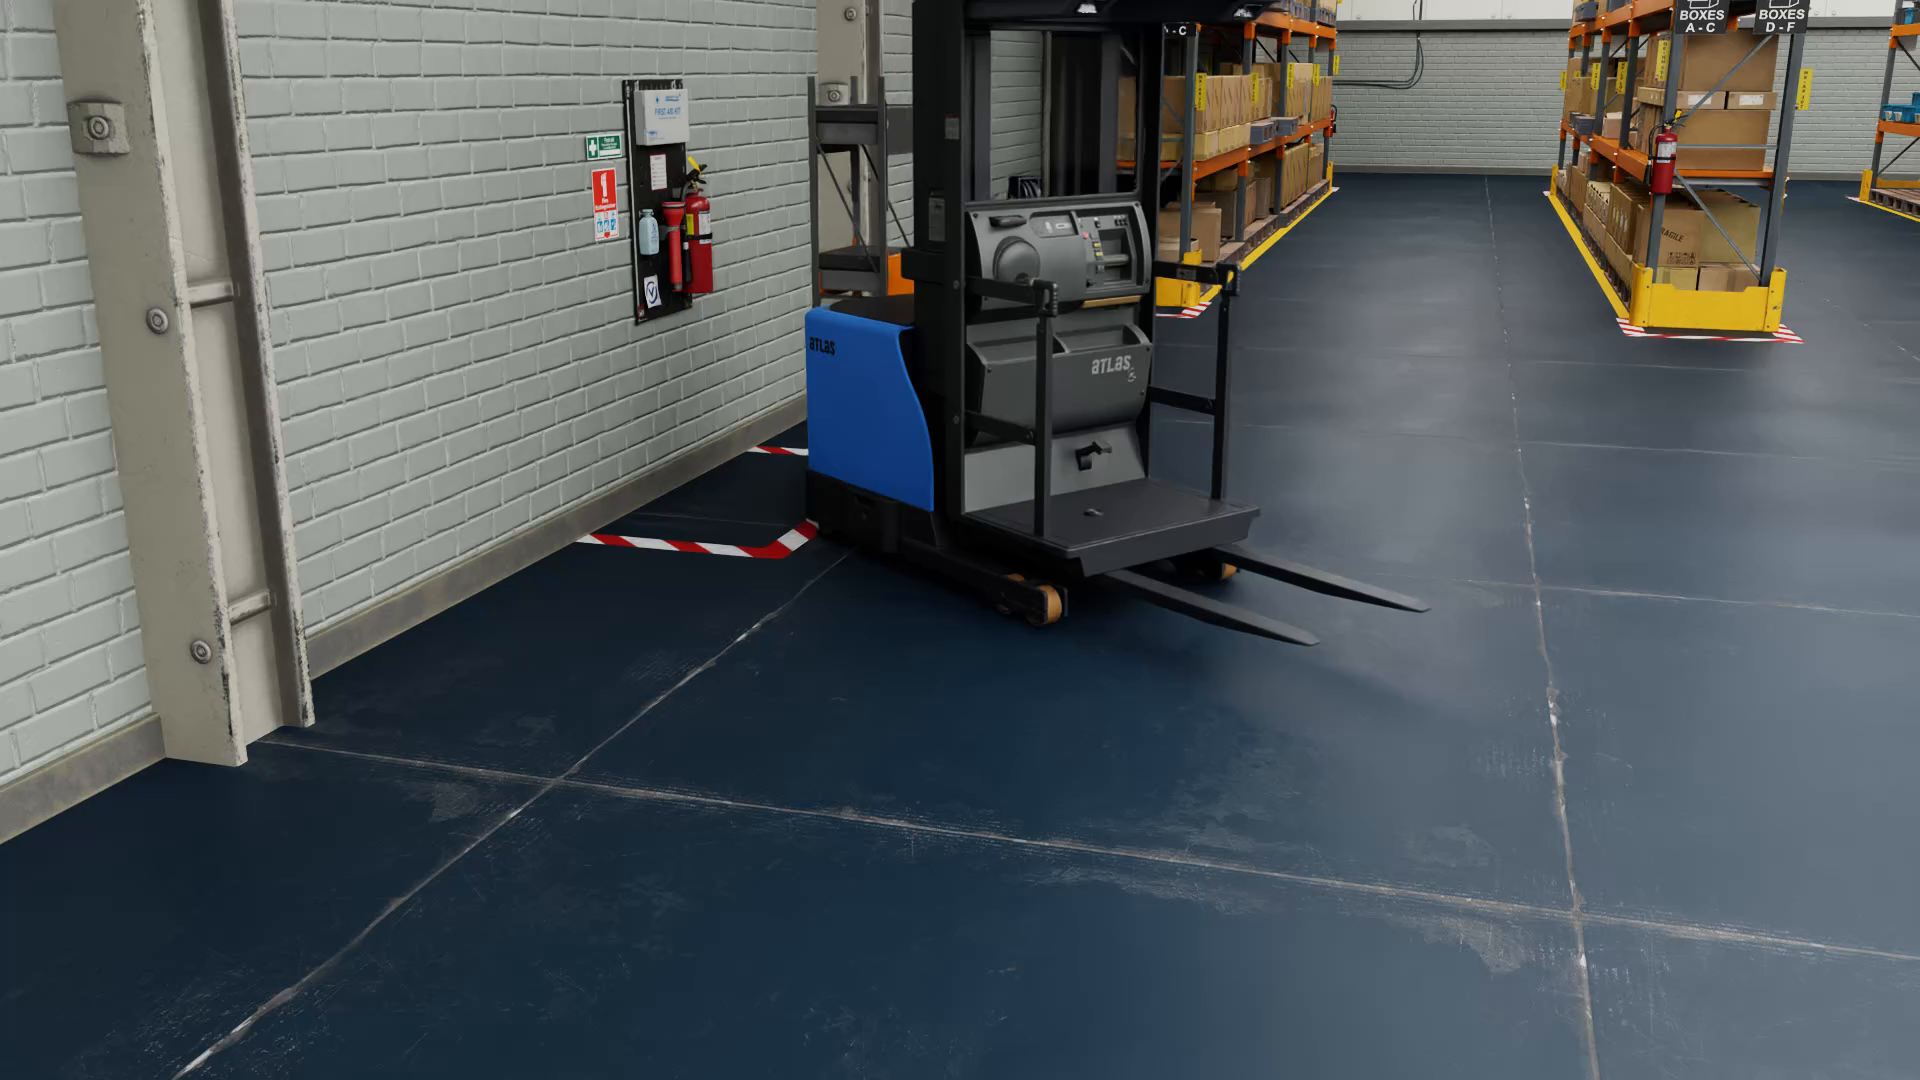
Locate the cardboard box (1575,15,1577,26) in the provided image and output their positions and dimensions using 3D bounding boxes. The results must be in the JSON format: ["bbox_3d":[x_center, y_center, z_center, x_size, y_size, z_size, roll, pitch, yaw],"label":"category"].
[{"bbox_3d":[10.262,-8.473,26.984,0.500,0.250,0.500,5,16,16],"label":"cardboard box"}]

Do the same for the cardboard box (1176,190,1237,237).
[{"bbox_3d":[2.980,-3.925,19.943,0.700,0.500,0.500,5,17,18],"label":"cardboard box"}]

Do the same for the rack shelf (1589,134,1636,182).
[{"bbox_3d":[8.105,-4.516,19.571,1.077,0.370,4.000,5,16,16],"label":"rack shelf"}]

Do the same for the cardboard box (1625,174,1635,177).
[{"bbox_3d":[9.368,-4.759,22.886,0.500,0.500,0.500,4,16,15],"label":"cardboard box"}]

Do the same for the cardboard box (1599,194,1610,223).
[{"bbox_3d":[7.519,-3.752,18.803,0.500,0.311,0.500,5,17,17],"label":"cardboard box"}]

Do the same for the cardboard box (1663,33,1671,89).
[{"bbox_3d":[6.847,-4.369,15.175,0.700,0.500,0.500,5,16,16],"label":"cardboard box"}]

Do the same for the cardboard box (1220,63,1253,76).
[{"bbox_3d":[3.803,-6.468,22.998,0.500,0.250,0.500,5,17,17],"label":"cardboard box"}]

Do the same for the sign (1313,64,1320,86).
[{"bbox_3d":[5.583,-7.294,26.071,0.100,0.325,0.005,5,16,16],"label":"sign"}]

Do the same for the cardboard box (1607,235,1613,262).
[{"bbox_3d":[6.967,-2.989,17.141,0.500,0.250,0.500,5,16,16],"label":"cardboard box"}]

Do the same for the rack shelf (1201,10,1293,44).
[{"bbox_3d":[3.355,-6.342,20.512,1.077,0.370,4.000,5,16,16],"label":"rack shelf"}]

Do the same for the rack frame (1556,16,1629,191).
[{"bbox_3d":[10.947,-7.478,28.697,1.000,3.000,0.127,5,16,16],"label":"rack frame"}]

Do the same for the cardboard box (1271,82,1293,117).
[{"bbox_3d":[4.307,-6.076,22.989,0.500,0.500,0.500,5,17,18],"label":"cardboard box"}]

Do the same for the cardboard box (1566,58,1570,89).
[{"bbox_3d":[10.568,-7.911,28.209,0.500,0.500,0.500,5,17,18],"label":"cardboard box"}]

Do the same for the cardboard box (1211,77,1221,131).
[{"bbox_3d":[2.223,-4.203,16.016,0.500,0.500,0.500,5,16,16],"label":"cardboard box"}]

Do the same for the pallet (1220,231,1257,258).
[{"bbox_3d":[3.006,-3.584,20.078,1.003,0.211,1.213,5,16,16],"label":"pallet"}]

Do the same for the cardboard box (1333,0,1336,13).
[{"bbox_3d":[6.243,-9.270,28.840,0.500,0.250,0.500,5,17,18],"label":"cardboard box"}]

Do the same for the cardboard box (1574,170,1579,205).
[{"bbox_3d":[9.149,-5.062,23.955,0.500,0.500,0.500,5,17,17],"label":"cardboard box"}]

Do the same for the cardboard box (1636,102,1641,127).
[{"bbox_3d":[7.920,-4.724,18.804,0.500,0.500,0.500,6,17,20],"label":"cardboard box"}]

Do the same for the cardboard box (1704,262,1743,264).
[{"bbox_3d":[6.904,-2.425,15.152,0.500,0.250,0.500,5,16,16],"label":"cardboard box"}]

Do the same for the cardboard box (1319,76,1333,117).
[{"bbox_3d":[6.061,-7.871,29.533,0.980,0.700,0.700,5,17,18],"label":"cardboard box"}]

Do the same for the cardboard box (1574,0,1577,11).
[{"bbox_3d":[10.403,-8.845,27.378,0.500,0.250,0.500,5,16,16],"label":"cardboard box"}]

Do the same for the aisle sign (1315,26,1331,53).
[{"bbox_3d":[6.505,-9.107,29.677,0.394,0.787,0.004,5,16,16],"label":"aisle sign"}]

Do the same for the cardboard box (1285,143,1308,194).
[{"bbox_3d":[5.000,-5.802,25.959,0.750,0.750,0.750,5,17,17],"label":"cardboard box"}]

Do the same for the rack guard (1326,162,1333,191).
[{"bbox_3d":[6.203,-6.665,30.411,1.175,0.500,0.348,5,16,16],"label":"rack guard"}]

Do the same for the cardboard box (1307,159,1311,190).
[{"bbox_3d":[5.371,-6.002,27.303,0.700,0.500,0.500,5,17,17],"label":"cardboard box"}]

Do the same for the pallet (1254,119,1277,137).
[{"bbox_3d":[3.400,-5.155,20.857,1.003,0.211,1.213,5,16,16],"label":"pallet"}]

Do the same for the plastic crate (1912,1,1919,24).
[{"bbox_3d":[14.997,-8.128,25.604,0.504,0.338,0.767,5,16,16],"label":"plastic crate"}]

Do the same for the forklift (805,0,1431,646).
[{"bbox_3d":[0.556,-1.218,6.752,1.130,2.935,3.031,-12,20,-36],"label":"forklift"}]

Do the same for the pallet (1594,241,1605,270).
[{"bbox_3d":[7.709,-3.193,18.699,1.003,0.211,1.213,5,16,16],"label":"pallet"}]

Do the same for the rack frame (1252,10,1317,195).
[{"bbox_3d":[5.060,-6.815,26.358,1.000,3.000,0.127,5,16,16],"label":"rack frame"}]

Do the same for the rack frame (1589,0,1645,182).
[{"bbox_3d":[8.674,-5.385,21.317,1.000,3.000,0.127,5,16,16],"label":"rack frame"}]

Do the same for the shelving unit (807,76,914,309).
[{"bbox_3d":[-0.450,-1.245,8.369,0.431,2.100,0.503,6,17,21],"label":"shelving unit"}]

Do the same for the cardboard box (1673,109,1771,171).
[{"bbox_3d":[6.545,-3.461,14.352,0.700,0.500,0.500,5,16,16],"label":"cardboard box"}]

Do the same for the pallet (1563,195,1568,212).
[{"bbox_3d":[10.006,-5.269,26.021,1.003,0.211,1.213,5,16,16],"label":"pallet"}]

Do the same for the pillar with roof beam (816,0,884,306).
[{"bbox_3d":[3.442,-4.908,8.642,9.100,9.000,0.400,5,16,16],"label":"pillar with roof beam"}]

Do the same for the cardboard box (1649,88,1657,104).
[{"bbox_3d":[6.912,-4.306,16.141,0.380,0.149,0.250,4,16,14],"label":"cardboard box"}]

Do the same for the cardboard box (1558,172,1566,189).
[{"bbox_3d":[10.236,-5.985,27.665,0.500,0.250,0.500,5,16,16],"label":"cardboard box"}]

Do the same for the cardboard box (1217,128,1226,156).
[{"bbox_3d":[2.377,-3.985,16.621,0.500,0.250,0.500,4,16,15],"label":"cardboard box"}]

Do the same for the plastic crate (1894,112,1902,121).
[{"bbox_3d":[14.946,-6.701,26.330,0.250,0.136,0.298,5,16,16],"label":"plastic crate"}]

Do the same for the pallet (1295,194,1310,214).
[{"bbox_3d":[4.913,-5.265,26.006,1.003,0.211,1.213,5,16,16],"label":"pallet"}]

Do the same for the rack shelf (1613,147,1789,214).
[{"bbox_3d":[6.969,-3.469,15.881,1.077,0.370,4.000,5,16,16],"label":"rack shelf"}]

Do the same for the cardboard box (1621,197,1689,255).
[{"bbox_3d":[6.537,-2.958,15.656,0.500,0.500,0.500,5,16,16],"label":"cardboard box"}]

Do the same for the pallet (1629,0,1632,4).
[{"bbox_3d":[7.775,-5.921,18.062,0.805,0.209,1.217,4,16,14],"label":"pallet"}]

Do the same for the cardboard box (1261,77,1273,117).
[{"bbox_3d":[3.799,-5.904,22.158,0.700,0.500,0.500,3,16,9],"label":"cardboard box"}]

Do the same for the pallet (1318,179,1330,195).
[{"bbox_3d":[6.044,-6.304,29.669,1.003,0.211,1.213,5,16,16],"label":"pallet"}]

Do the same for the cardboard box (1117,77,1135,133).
[{"bbox_3d":[1.580,-4.113,15.698,0.500,0.500,0.500,4,16,15],"label":"cardboard box"}]

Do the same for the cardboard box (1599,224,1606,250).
[{"bbox_3d":[7.377,-3.349,18.408,0.500,0.250,0.500,4,16,15],"label":"cardboard box"}]

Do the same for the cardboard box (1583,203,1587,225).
[{"bbox_3d":[8.243,-4.150,21.233,0.500,0.250,0.500,5,16,16],"label":"cardboard box"}]

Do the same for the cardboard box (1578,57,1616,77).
[{"bbox_3d":[9.706,-7.113,25.394,0.500,0.500,0.500,5,17,16],"label":"cardboard box"}]

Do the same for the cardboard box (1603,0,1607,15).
[{"bbox_3d":[8.765,-6.993,21.306,0.910,0.500,0.500,5,16,16],"label":"cardboard box"}]

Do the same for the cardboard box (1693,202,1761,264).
[{"bbox_3d":[6.906,-2.786,15.049,0.500,0.500,0.500,5,16,16],"label":"cardboard box"}]

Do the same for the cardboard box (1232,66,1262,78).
[{"bbox_3d":[3.777,-6.162,21.879,0.380,0.149,0.250,2,16,7],"label":"cardboard box"}]

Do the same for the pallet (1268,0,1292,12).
[{"bbox_3d":[3.356,-6.499,20.093,1.213,0.211,1.003,5,16,16],"label":"pallet"}]

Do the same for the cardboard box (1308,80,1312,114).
[{"bbox_3d":[5.170,-6.875,25.806,0.500,0.500,0.500,4,16,15],"label":"cardboard box"}]

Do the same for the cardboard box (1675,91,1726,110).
[{"bbox_3d":[6.326,-3.767,14.241,0.380,0.149,0.250,4,16,15],"label":"cardboard box"}]

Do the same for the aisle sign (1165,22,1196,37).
[{"bbox_3d":[1.917,-4.884,14.786,0.394,0.787,0.004,5,16,16],"label":"aisle sign"}]

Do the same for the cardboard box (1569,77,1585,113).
[{"bbox_3d":[9.461,-6.575,24.560,0.700,0.500,0.500,-1,16,-3],"label":"cardboard box"}]
